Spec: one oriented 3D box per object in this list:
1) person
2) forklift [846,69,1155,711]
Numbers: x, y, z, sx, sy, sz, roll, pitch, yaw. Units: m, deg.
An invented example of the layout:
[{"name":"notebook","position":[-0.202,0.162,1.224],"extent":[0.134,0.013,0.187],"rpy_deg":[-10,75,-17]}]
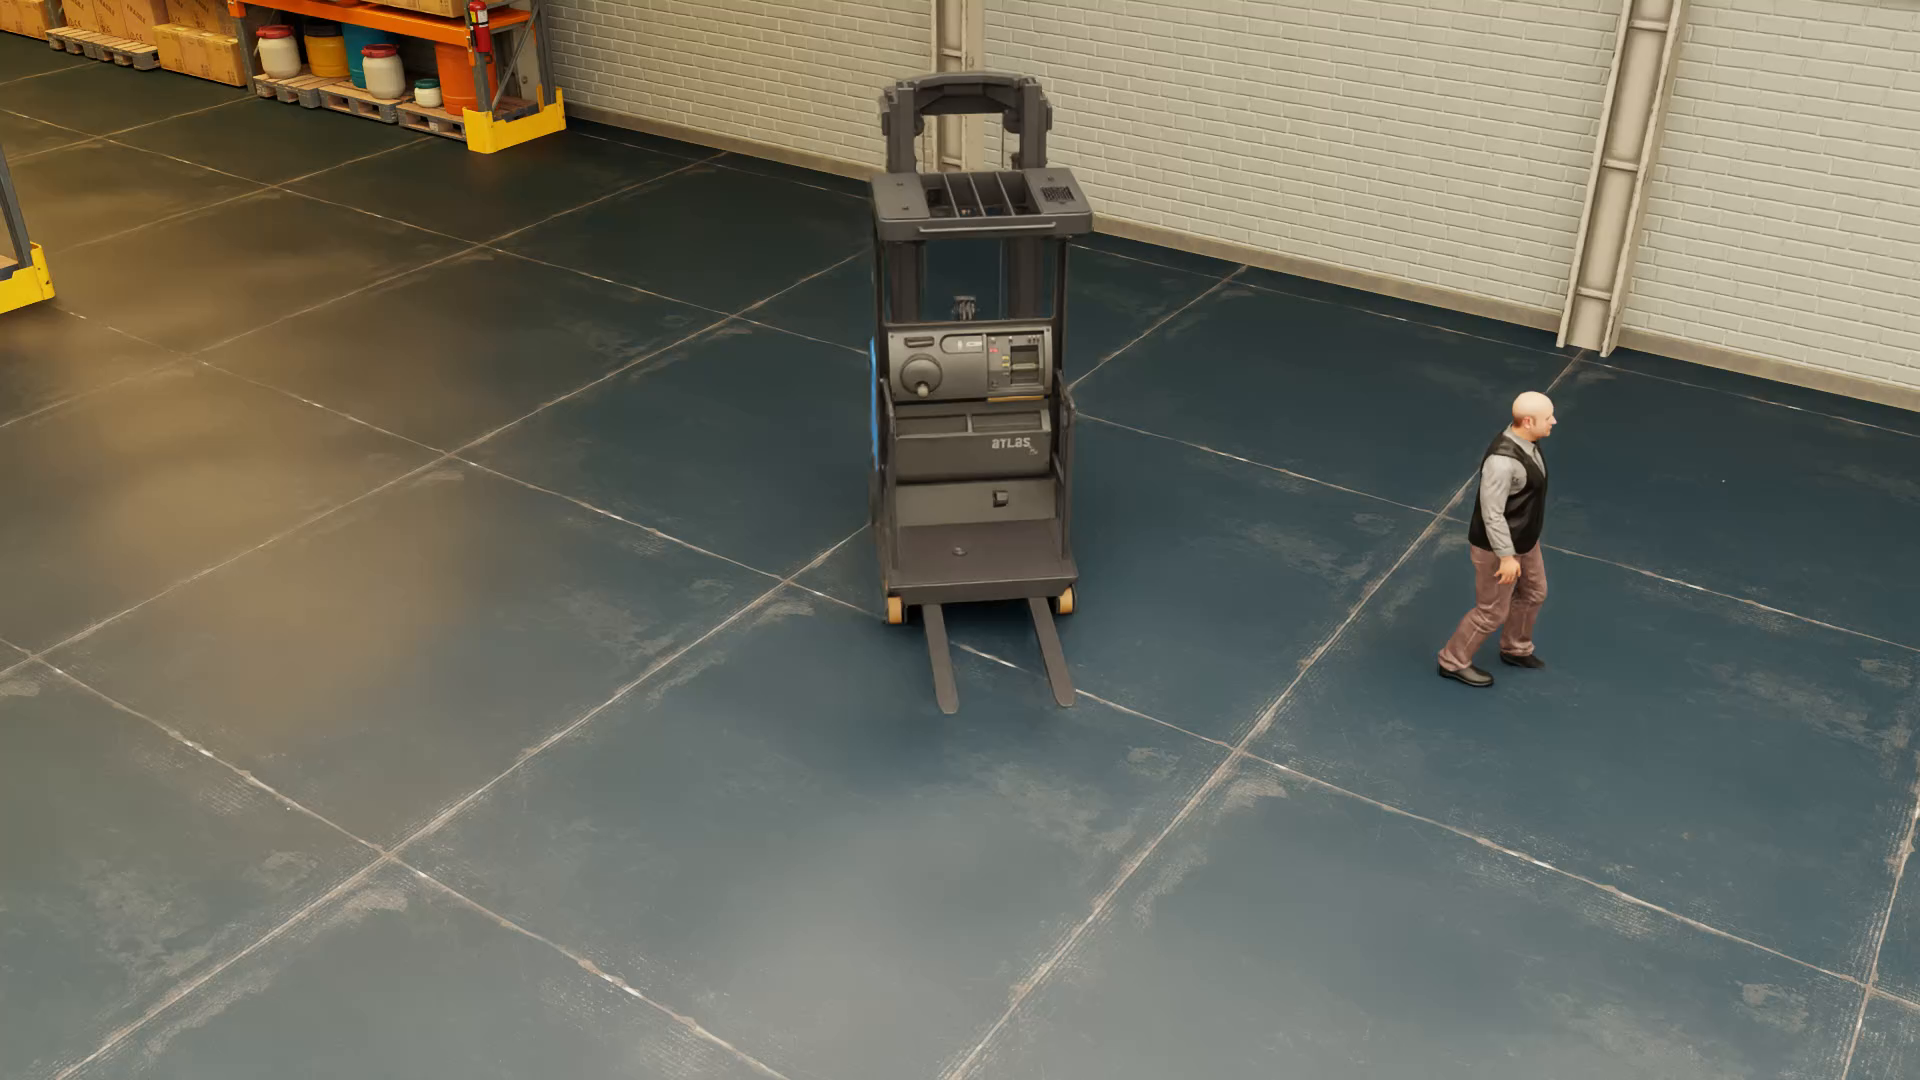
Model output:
[{"name":"person","position":[2.934,0.024,8.774],"extent":[0.502,1.745,0.614],"rpy_deg":[16,34,25]},{"name":"forklift","position":[0.220,-0.973,9.258],"extent":[1.130,2.935,3.031],"rpy_deg":[-10,32,-16]}]
